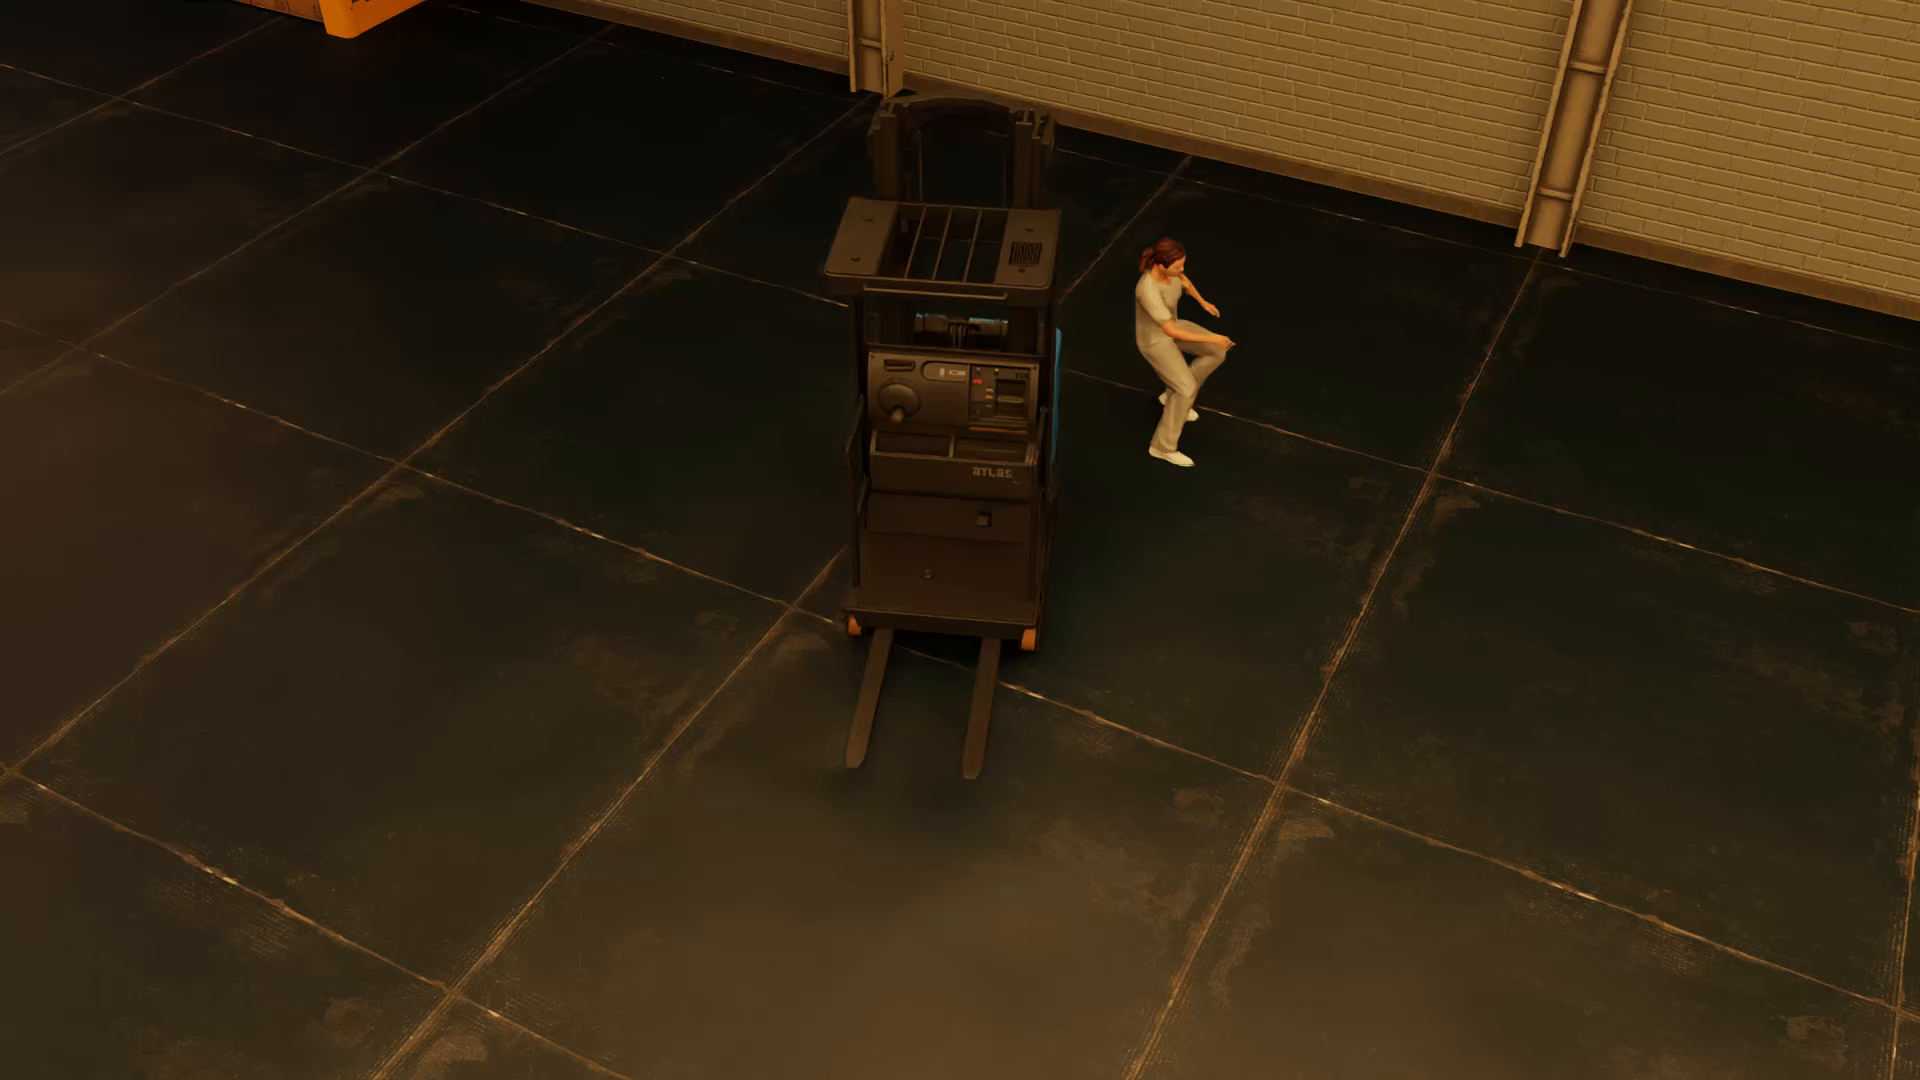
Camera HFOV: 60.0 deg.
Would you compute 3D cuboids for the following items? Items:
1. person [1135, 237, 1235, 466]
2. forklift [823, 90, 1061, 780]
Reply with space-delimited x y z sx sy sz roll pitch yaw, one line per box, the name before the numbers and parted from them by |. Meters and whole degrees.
person | 1.440 -1.273 10.661 0.717 1.469 0.719 17 43 19
forklift | -0.063 -0.727 8.849 1.130 2.935 3.031 5 40 5
